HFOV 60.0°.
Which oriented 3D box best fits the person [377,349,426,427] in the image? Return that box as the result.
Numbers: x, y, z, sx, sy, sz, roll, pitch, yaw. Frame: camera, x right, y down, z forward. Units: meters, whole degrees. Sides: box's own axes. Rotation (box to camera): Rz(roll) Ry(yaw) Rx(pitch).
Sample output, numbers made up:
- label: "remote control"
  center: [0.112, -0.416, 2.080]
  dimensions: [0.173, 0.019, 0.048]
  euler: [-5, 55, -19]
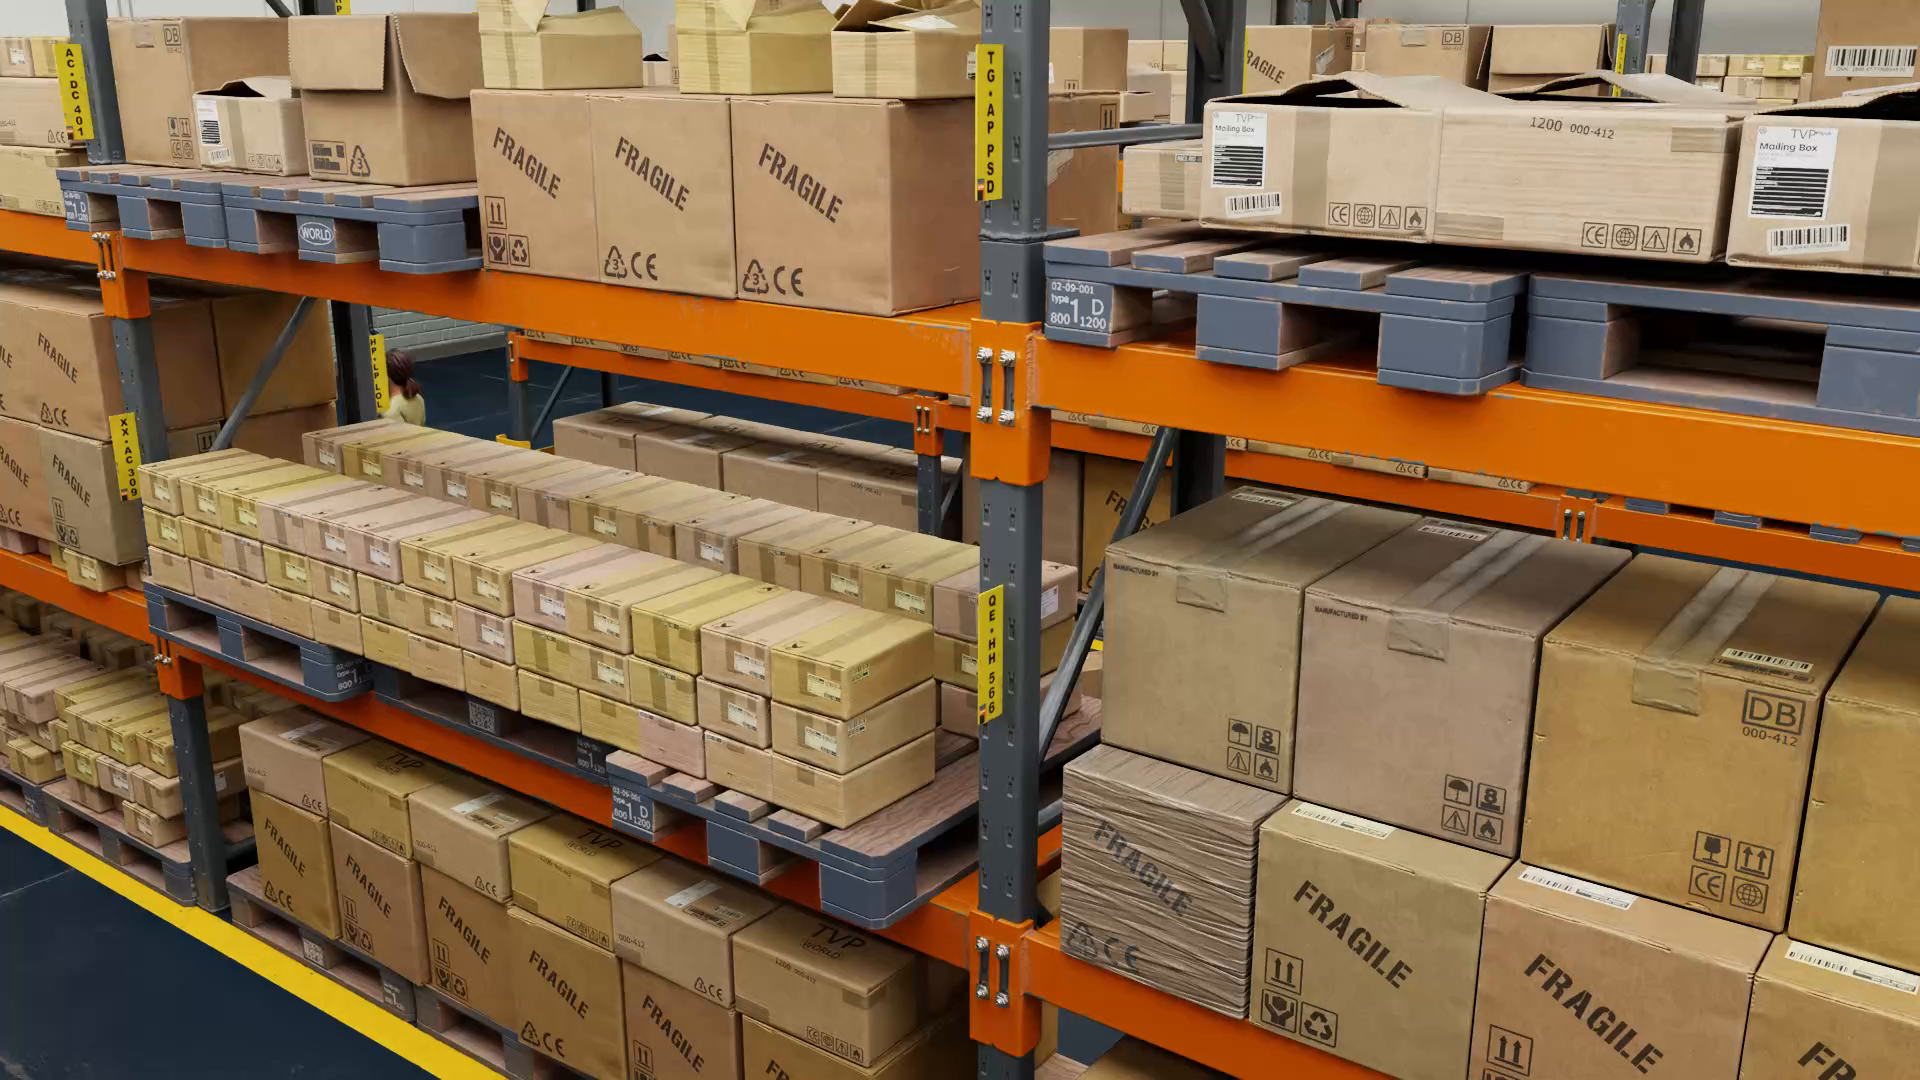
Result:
- label: "person"
  center: [-3.492, -0.350, 10.207]
  dimensions: [0.853, 1.665, 0.478]
  euler: [5, 17, 15]
